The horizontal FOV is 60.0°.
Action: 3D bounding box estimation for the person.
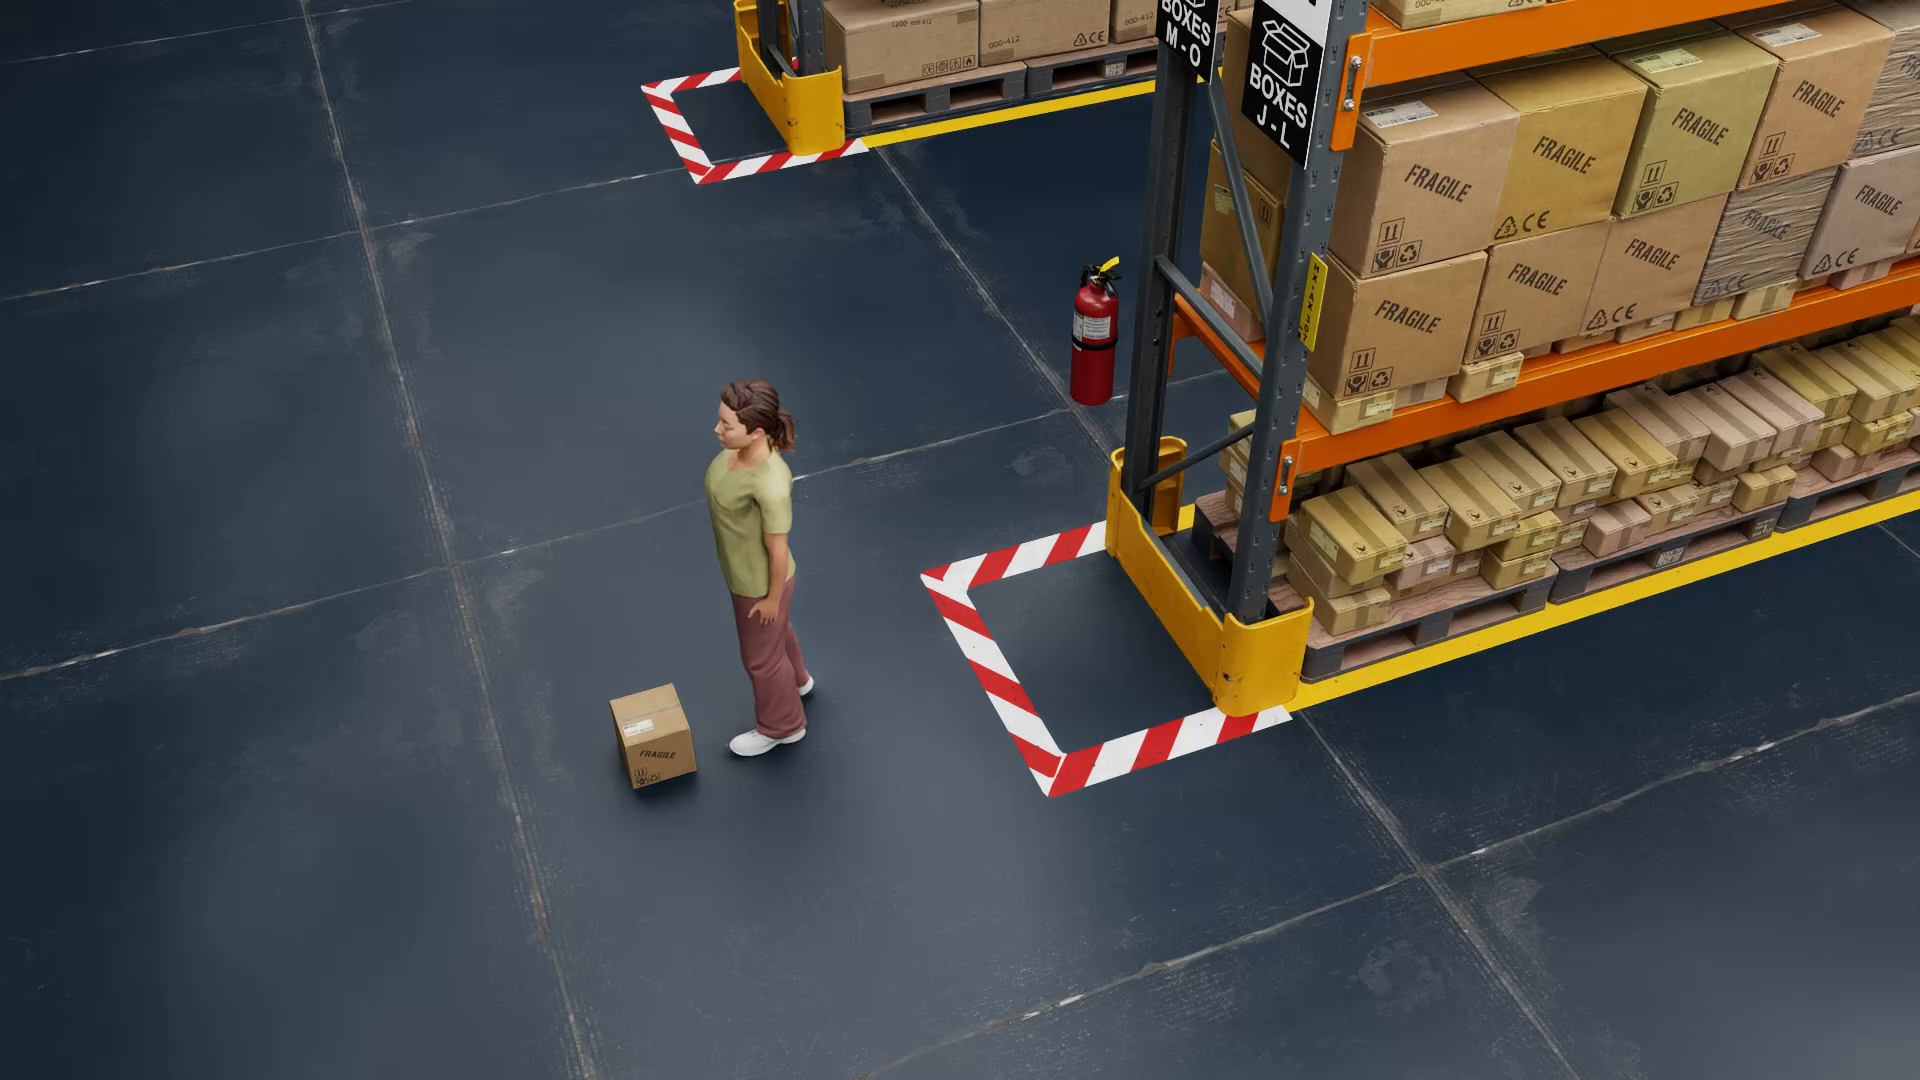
[{"bbox_3d":[-0.736,0.135,6.060,0.406,1.731,0.441,-14,44,-16],"label":"person"}]
